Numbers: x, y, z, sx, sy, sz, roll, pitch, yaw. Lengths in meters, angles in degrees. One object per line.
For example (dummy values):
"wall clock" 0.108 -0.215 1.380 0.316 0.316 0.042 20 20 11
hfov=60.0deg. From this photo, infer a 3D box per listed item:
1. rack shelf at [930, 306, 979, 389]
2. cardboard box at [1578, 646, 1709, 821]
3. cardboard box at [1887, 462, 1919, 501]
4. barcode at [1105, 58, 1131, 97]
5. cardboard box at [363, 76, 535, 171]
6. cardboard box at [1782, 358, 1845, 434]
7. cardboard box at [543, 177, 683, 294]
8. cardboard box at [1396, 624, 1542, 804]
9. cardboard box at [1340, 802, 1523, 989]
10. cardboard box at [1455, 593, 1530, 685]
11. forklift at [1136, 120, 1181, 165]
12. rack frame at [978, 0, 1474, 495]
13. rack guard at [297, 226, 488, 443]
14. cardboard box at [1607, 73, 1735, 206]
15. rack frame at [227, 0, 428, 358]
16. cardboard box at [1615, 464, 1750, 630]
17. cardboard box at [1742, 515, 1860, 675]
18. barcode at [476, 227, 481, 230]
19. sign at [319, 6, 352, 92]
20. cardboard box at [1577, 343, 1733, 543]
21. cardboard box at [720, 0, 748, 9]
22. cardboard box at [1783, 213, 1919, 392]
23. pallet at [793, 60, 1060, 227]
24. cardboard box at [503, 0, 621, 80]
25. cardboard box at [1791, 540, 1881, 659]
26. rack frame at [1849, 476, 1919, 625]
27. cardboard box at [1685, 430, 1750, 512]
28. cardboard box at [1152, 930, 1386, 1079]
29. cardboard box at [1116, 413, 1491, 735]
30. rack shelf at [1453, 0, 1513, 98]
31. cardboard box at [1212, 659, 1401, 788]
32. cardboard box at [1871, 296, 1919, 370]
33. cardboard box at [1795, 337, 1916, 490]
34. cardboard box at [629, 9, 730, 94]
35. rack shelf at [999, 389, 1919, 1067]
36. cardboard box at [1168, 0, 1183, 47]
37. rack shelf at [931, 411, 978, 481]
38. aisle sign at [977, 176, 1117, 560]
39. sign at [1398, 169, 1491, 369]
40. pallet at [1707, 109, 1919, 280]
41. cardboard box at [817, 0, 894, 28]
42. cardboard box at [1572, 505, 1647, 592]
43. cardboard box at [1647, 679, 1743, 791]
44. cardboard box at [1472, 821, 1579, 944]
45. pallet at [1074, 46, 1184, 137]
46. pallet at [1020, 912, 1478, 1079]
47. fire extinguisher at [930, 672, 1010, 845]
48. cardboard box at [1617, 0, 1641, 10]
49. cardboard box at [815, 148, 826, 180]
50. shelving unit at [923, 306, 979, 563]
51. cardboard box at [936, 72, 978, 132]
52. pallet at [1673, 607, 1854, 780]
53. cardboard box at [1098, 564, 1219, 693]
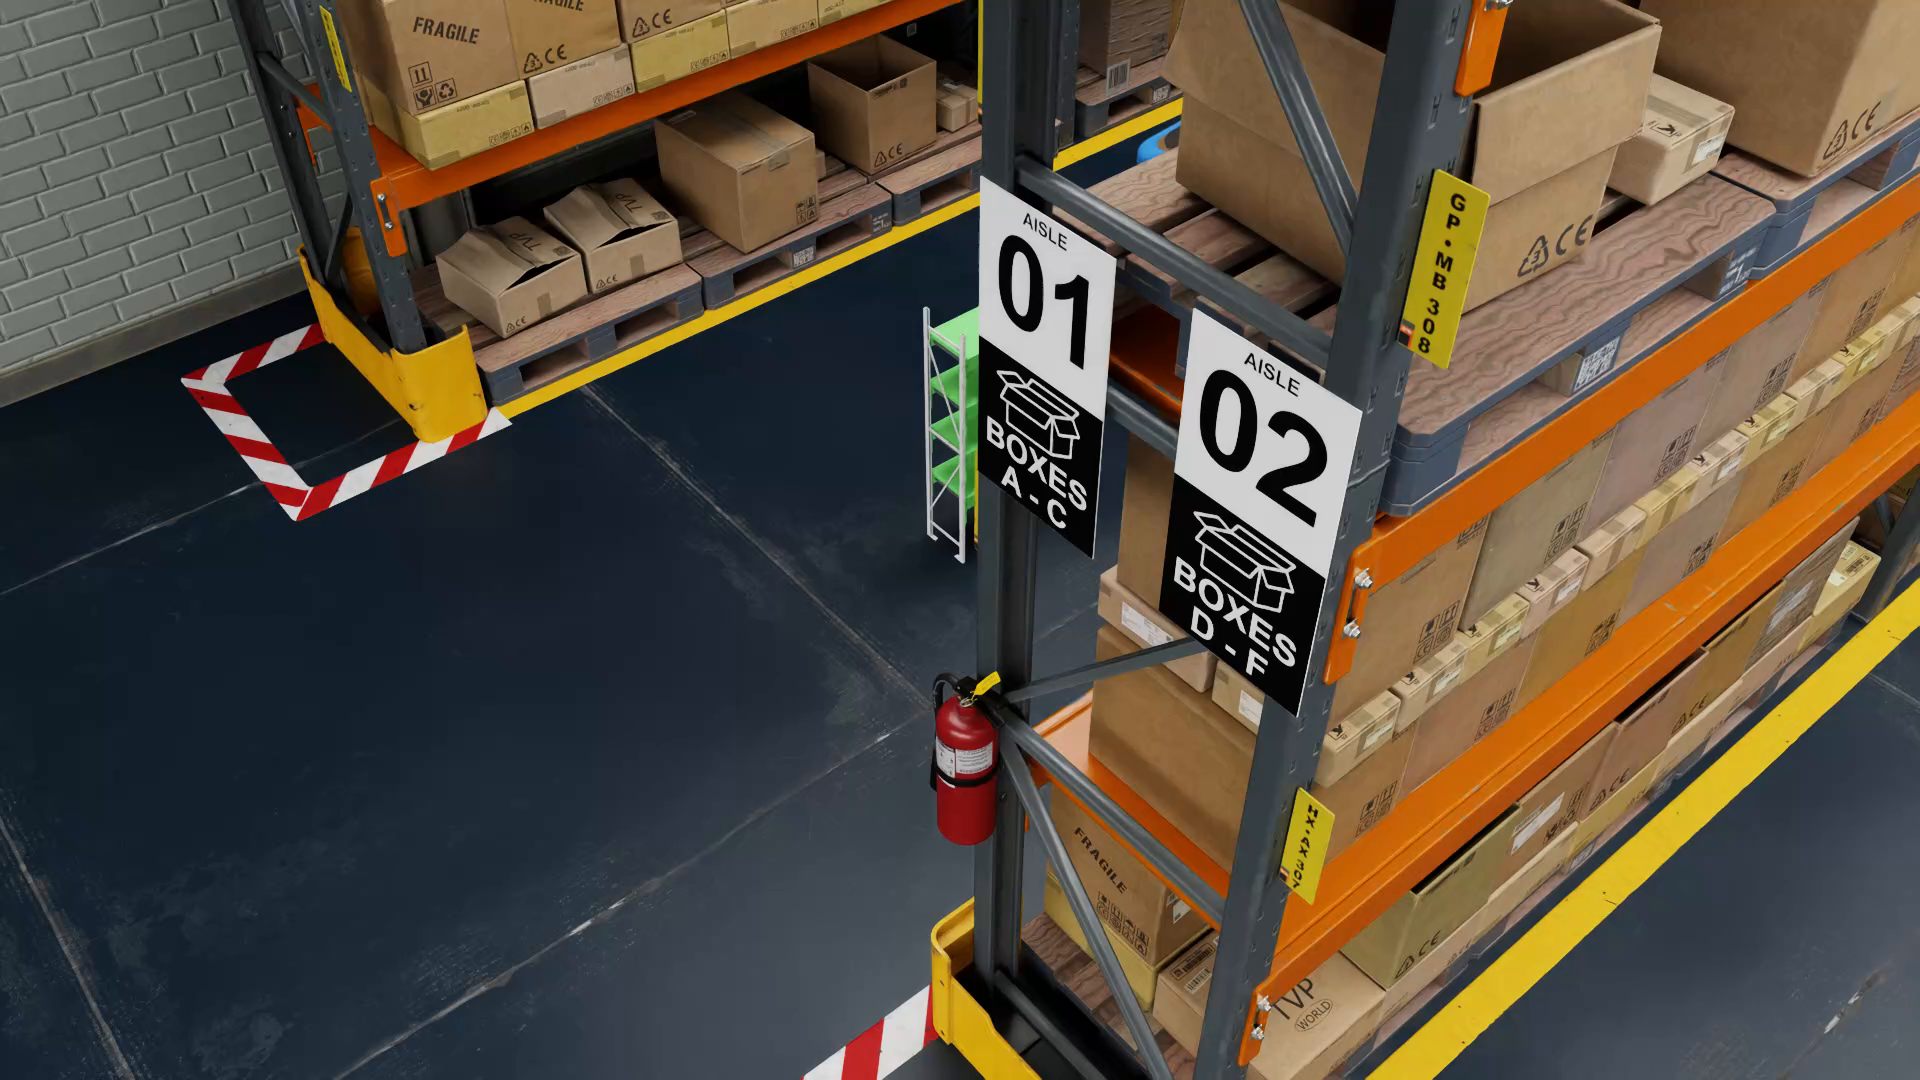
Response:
"rack shelf" 0.127 -0.813 6.632 0.480 0.148 0.258 -30 51 -28
"cardboard box" 2.114 0.525 5.654 0.500 0.500 0.500 -30 51 -28
"cardboard box" 3.953 -0.438 6.817 0.500 0.311 0.500 -30 51 -28
"barcode" 0.330 -0.965 3.472 0.075 0.075 0.001 -30 51 -28
"cardboard box" -2.195 -1.874 7.150 0.500 0.250 0.500 -31 51 -29
"cardboard box" 2.430 -0.516 5.061 0.250 0.149 0.380 -28 50 -27
"cardboard box" -1.748 -1.562 8.364 0.500 0.311 0.500 -26 49 -25
"cardboard box" 1.174 0.257 4.712 0.500 0.500 0.700 -28 50 -27
"cardboard box" 1.344 0.962 5.189 0.500 0.500 0.500 -30 51 -28
"cardboard box" 1.240 0.167 4.334 0.250 0.149 0.380 -30 51 -28
"forklift" 2.196 -2.583 7.860 1.130 2.935 3.031 34 53 31
"rack frame" 0.408 -1.461 2.233 0.127 3.000 1.000 -30 51 -28
"rack guard" -2.715 -0.996 7.946 0.348 0.500 1.175 -30 51 -28
"cardboard box" 1.423 -0.905 3.606 0.250 0.149 0.380 -30 51 -28
"rack frame" -2.773 -1.874 7.055 0.127 3.000 1.000 -30 51 -28
"cardboard box" 1.960 -0.191 5.189 0.500 0.500 0.700 -28 50 -27
"cardboard box" 2.869 0.076 6.132 0.500 0.500 0.500 -30 51 -28
"barcode" -2.428 -1.533 8.327 0.075 0.075 0.001 -30 51 -28
"sign" -2.425 -1.905 6.455 0.005 0.325 0.100 -30 51 -28
"cardboard box" 1.601 -0.461 4.529 0.500 0.500 0.700 -30 51 -28
"cardboard box" -1.040 -2.821 7.609 0.500 0.500 0.500 -28 50 -27
"cardboard box" 2.368 -0.900 4.997 0.500 0.500 0.700 -30 51 -28
"pallet" -0.198 -2.301 9.546 1.213 0.211 1.003 -30 51 -28
"cardboard box" -1.829 -2.364 7.123 0.500 0.500 0.500 -30 51 -28
"cardboard box" 3.260 0.136 6.616 0.500 0.250 0.500 -30 51 -28
"rack frame" 3.476 -1.032 6.157 0.127 3.000 1.000 -30 51 -28
"cardboard box" 2.026 -0.282 4.812 0.250 0.149 0.380 -29 51 -28
"cardboard box" 0.962 1.456 5.211 0.500 0.250 0.500 -30 51 -28
"cardboard box" 0.815 -0.006 4.044 0.500 0.500 0.700 -30 51 -28
"rack shelf" 1.942 -1.932 3.551 4.000 0.370 1.077 -30 51 -28
"cardboard box" 0.847 0.393 4.093 0.250 0.149 0.380 -30 51 -28
"cardboard box" 2.814 -0.733 5.292 0.250 0.149 0.380 -30 51 -28
"cardboard box" 2.739 -0.635 5.662 0.500 0.500 0.700 -30 51 -28
"cardboard box" -1.412 -2.331 7.635 0.500 0.250 0.500 -31 51 -28
"rack shelf" 1.942 0.109 5.468 4.000 0.370 1.077 -30 51 -28
"cardboard box" 1.213 -3.466 10.254 0.500 0.500 0.700 -31 51 -29
"rack shelf" 0.127 -0.463 6.960 0.480 0.148 0.258 -30 51 -28
"aisle sign" 0.169 -0.348 3.530 0.004 0.787 0.394 -30 51 -28
"sign" 0.759 -0.421 2.620 0.005 0.325 0.100 -30 51 -28
"pallet" 1.903 -1.172 4.180 1.213 0.211 1.003 -30 51 -28
"cardboard box" -0.637 -2.773 8.107 0.500 0.250 0.500 -30 51 -28
"cardboard box" 1.638 -0.061 4.577 0.250 0.149 0.380 -32 52 -29
"cardboard box" 2.496 0.578 6.145 0.500 0.250 0.500 -30 51 -28
"cardboard box" 1.727 1.015 5.680 0.500 0.250 0.500 -30 51 -28
"pallet" 0.891 -2.957 10.245 1.213 0.211 1.003 -30 51 -28
"pallet" 0.967 1.384 5.622 1.213 0.211 1.003 -30 51 -28
"fire extinguisher" 0.019 0.562 4.518 0.183 0.674 0.296 -30 51 -28
"cardboard box" 1.548 -1.428 4.045 0.500 0.311 0.500 -24 48 -23
"cardboard box" -0.945 -2.060 9.014 0.250 0.149 0.380 -34 53 -31
"shelving unit" 0.127 -0.510 6.917 0.503 1.200 0.258 -30 51 -28
"cardboard box" -0.096 -2.508 9.478 0.380 0.166 0.250 32 52 30
"pallet" 2.839 0.312 6.763 1.213 0.211 1.003 -30 51 -28
"cardboard box" 0.579 0.185 4.316 0.250 0.149 0.380 -31 51 -28
